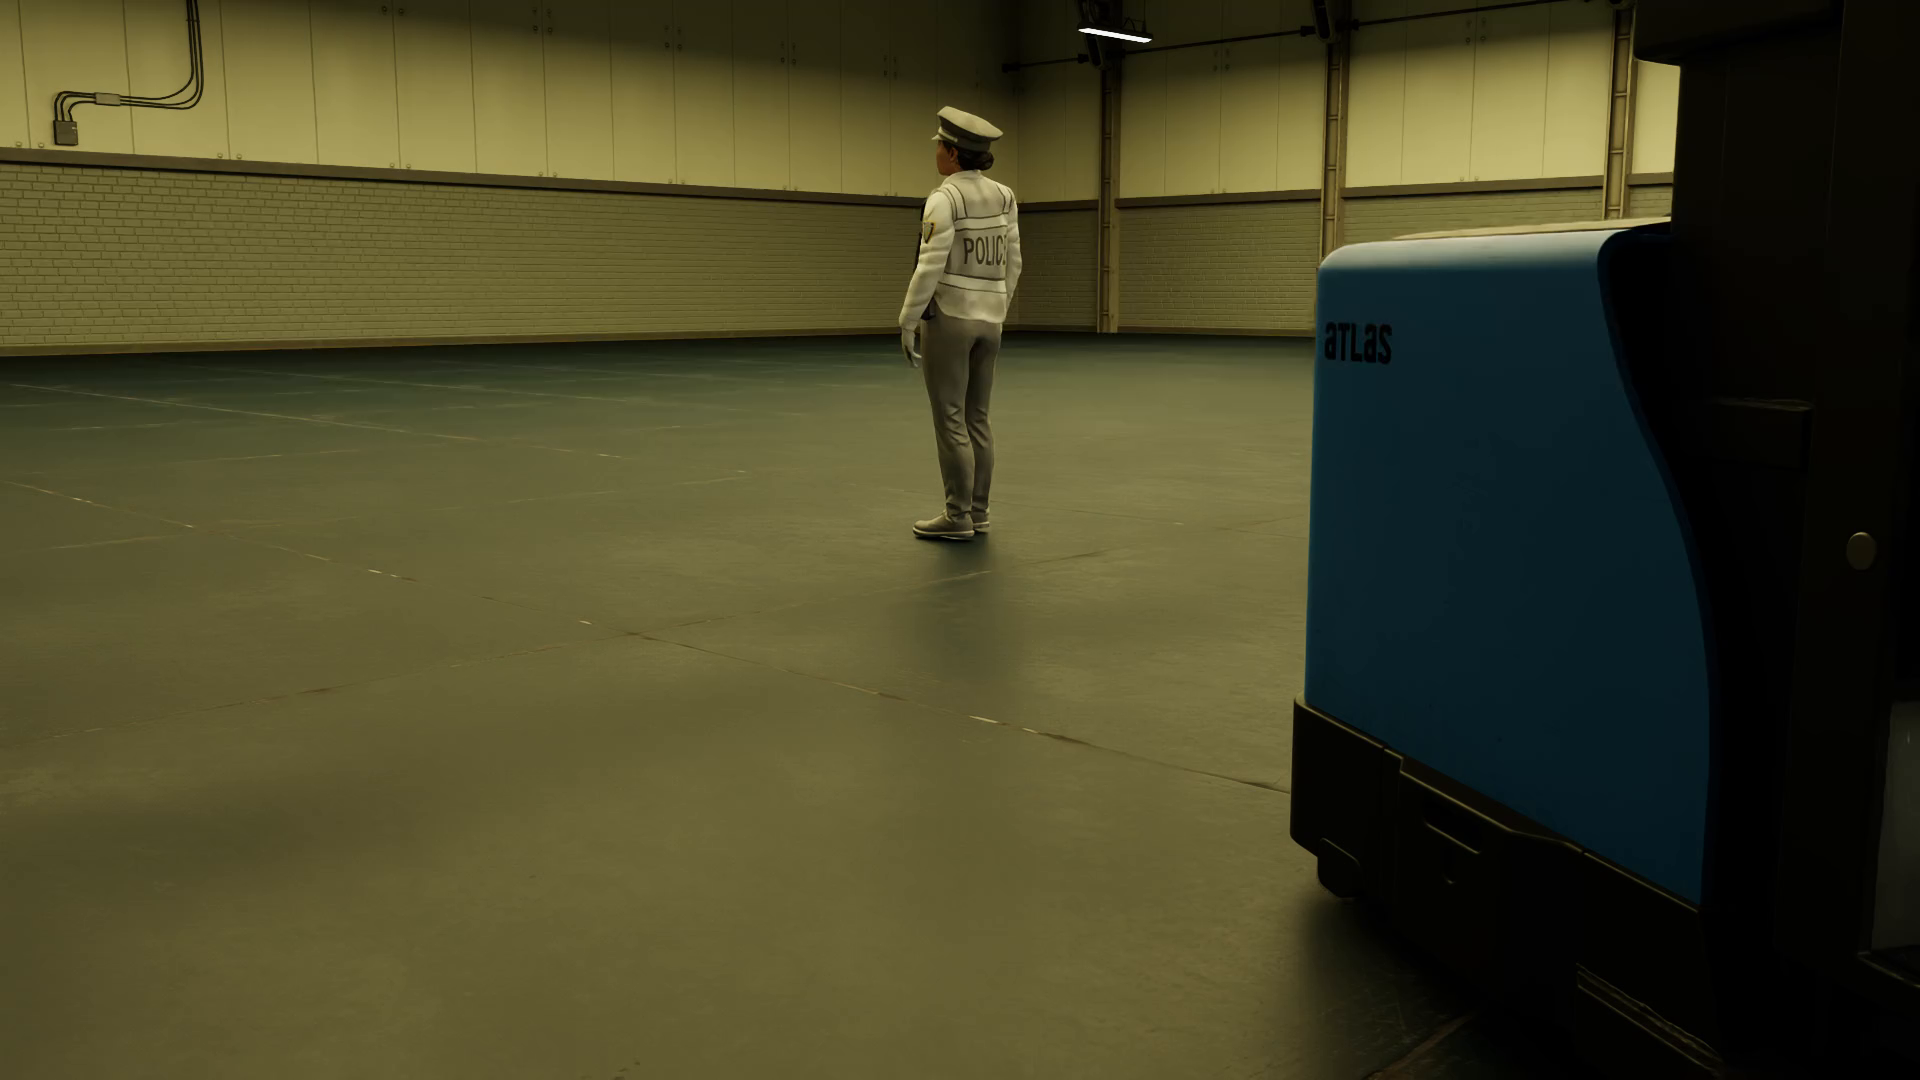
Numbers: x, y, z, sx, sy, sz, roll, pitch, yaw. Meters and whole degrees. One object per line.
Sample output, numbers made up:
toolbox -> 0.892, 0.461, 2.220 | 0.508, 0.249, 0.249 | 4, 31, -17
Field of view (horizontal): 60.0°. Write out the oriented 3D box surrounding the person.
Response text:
person -> -0.045, -0.853, 6.642 | 0.531, 1.695, 0.588 | 8, 12, 43

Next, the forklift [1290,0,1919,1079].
forklift -> 1.447, -0.682, 1.405 | 1.130, 2.935, 3.031 | -2, 9, -15
